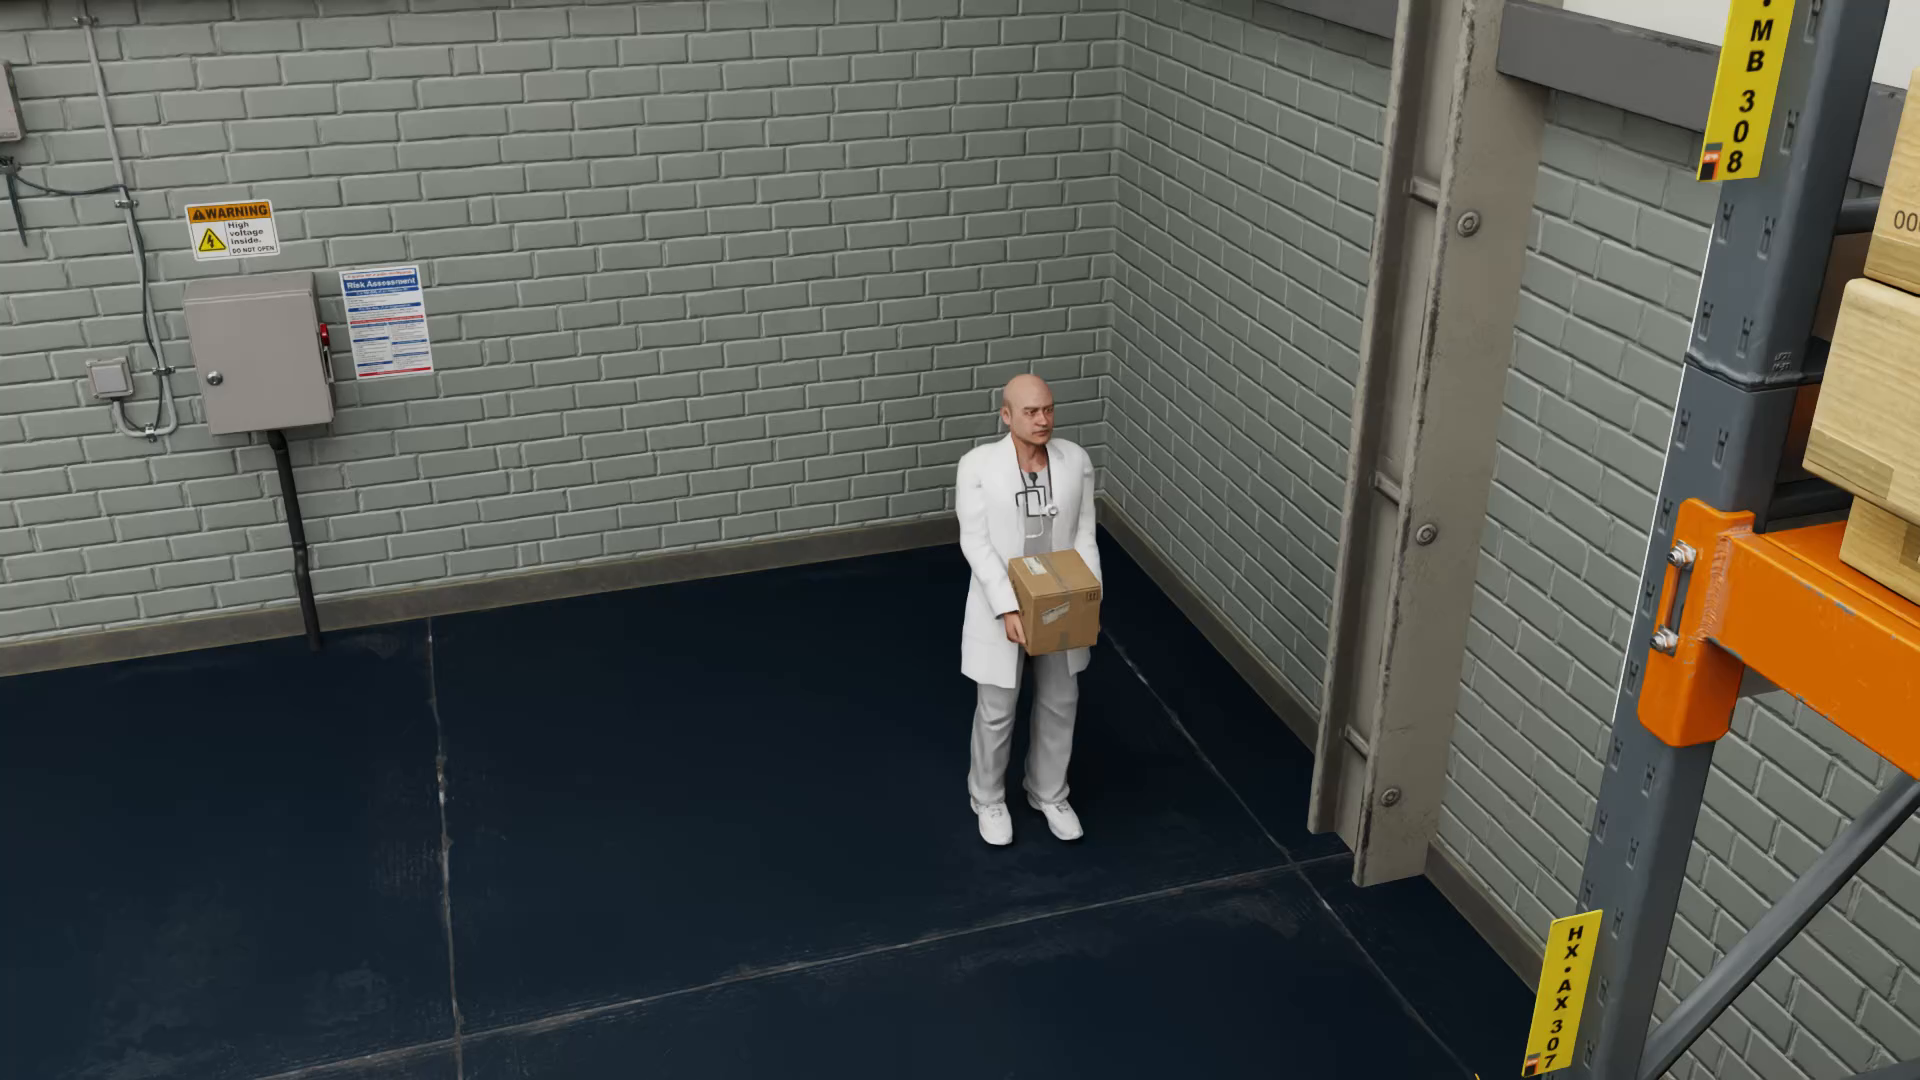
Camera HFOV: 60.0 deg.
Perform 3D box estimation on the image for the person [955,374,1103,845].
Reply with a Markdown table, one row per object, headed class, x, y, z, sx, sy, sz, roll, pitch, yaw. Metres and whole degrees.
| class | x | y | z | sx | sy | sz | roll | pitch | yaw |
| --- | --- | --- | --- | --- | --- | --- | --- | --- | --- |
| person | 0.275 | 0.297 | 6.021 | 0.532 | 1.773 | 0.554 | -8 | 27 | -16 |
